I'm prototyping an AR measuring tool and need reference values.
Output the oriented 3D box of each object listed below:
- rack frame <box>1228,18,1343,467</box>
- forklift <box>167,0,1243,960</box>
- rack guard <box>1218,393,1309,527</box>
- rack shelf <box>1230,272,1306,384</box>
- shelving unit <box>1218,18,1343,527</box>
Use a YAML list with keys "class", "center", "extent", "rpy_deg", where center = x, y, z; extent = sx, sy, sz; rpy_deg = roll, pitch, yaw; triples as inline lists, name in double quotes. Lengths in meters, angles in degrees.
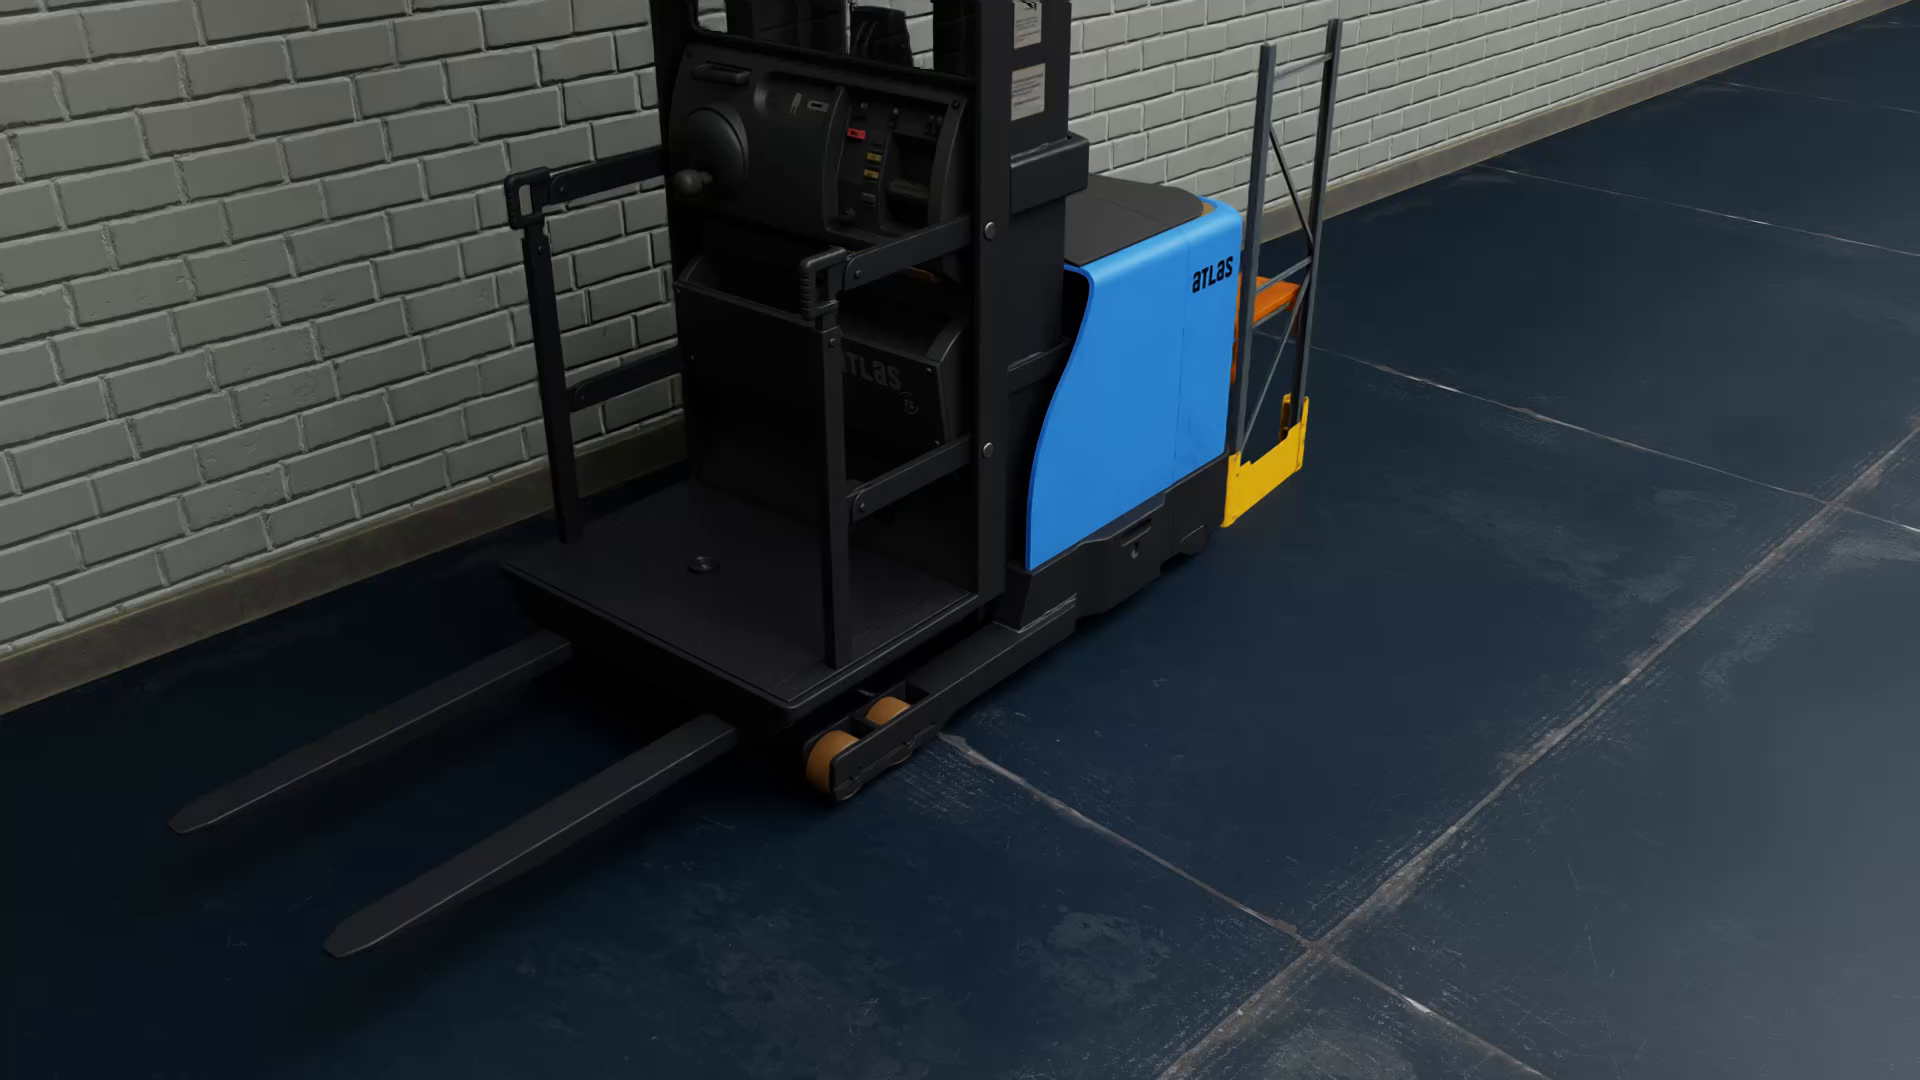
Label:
- class: "rack frame"
  center: [1.001, -0.818, 5.193]
  extent: [0.032, 1.500, 0.500]
  rpy_deg: [18, 33, 31]
- class: "forklift"
  center: [-0.497, -0.928, 3.866]
  extent: [1.130, 2.935, 3.031]
  rpy_deg: [21, 34, 34]
- class: "rack guard"
  center: [0.985, -0.270, 5.494]
  extent: [0.087, 0.250, 0.587]
  rpy_deg: [18, 33, 31]
- class: "rack shelf"
  center: [0.587, -0.795, 5.537]
  extent: [1.000, 0.185, 0.538]
  rpy_deg: [18, 33, 31]
- class: "shelving unit"
  center: [0.579, -0.957, 5.458]
  extent: [1.083, 1.500, 0.587]
  rpy_deg: [18, 33, 31]
